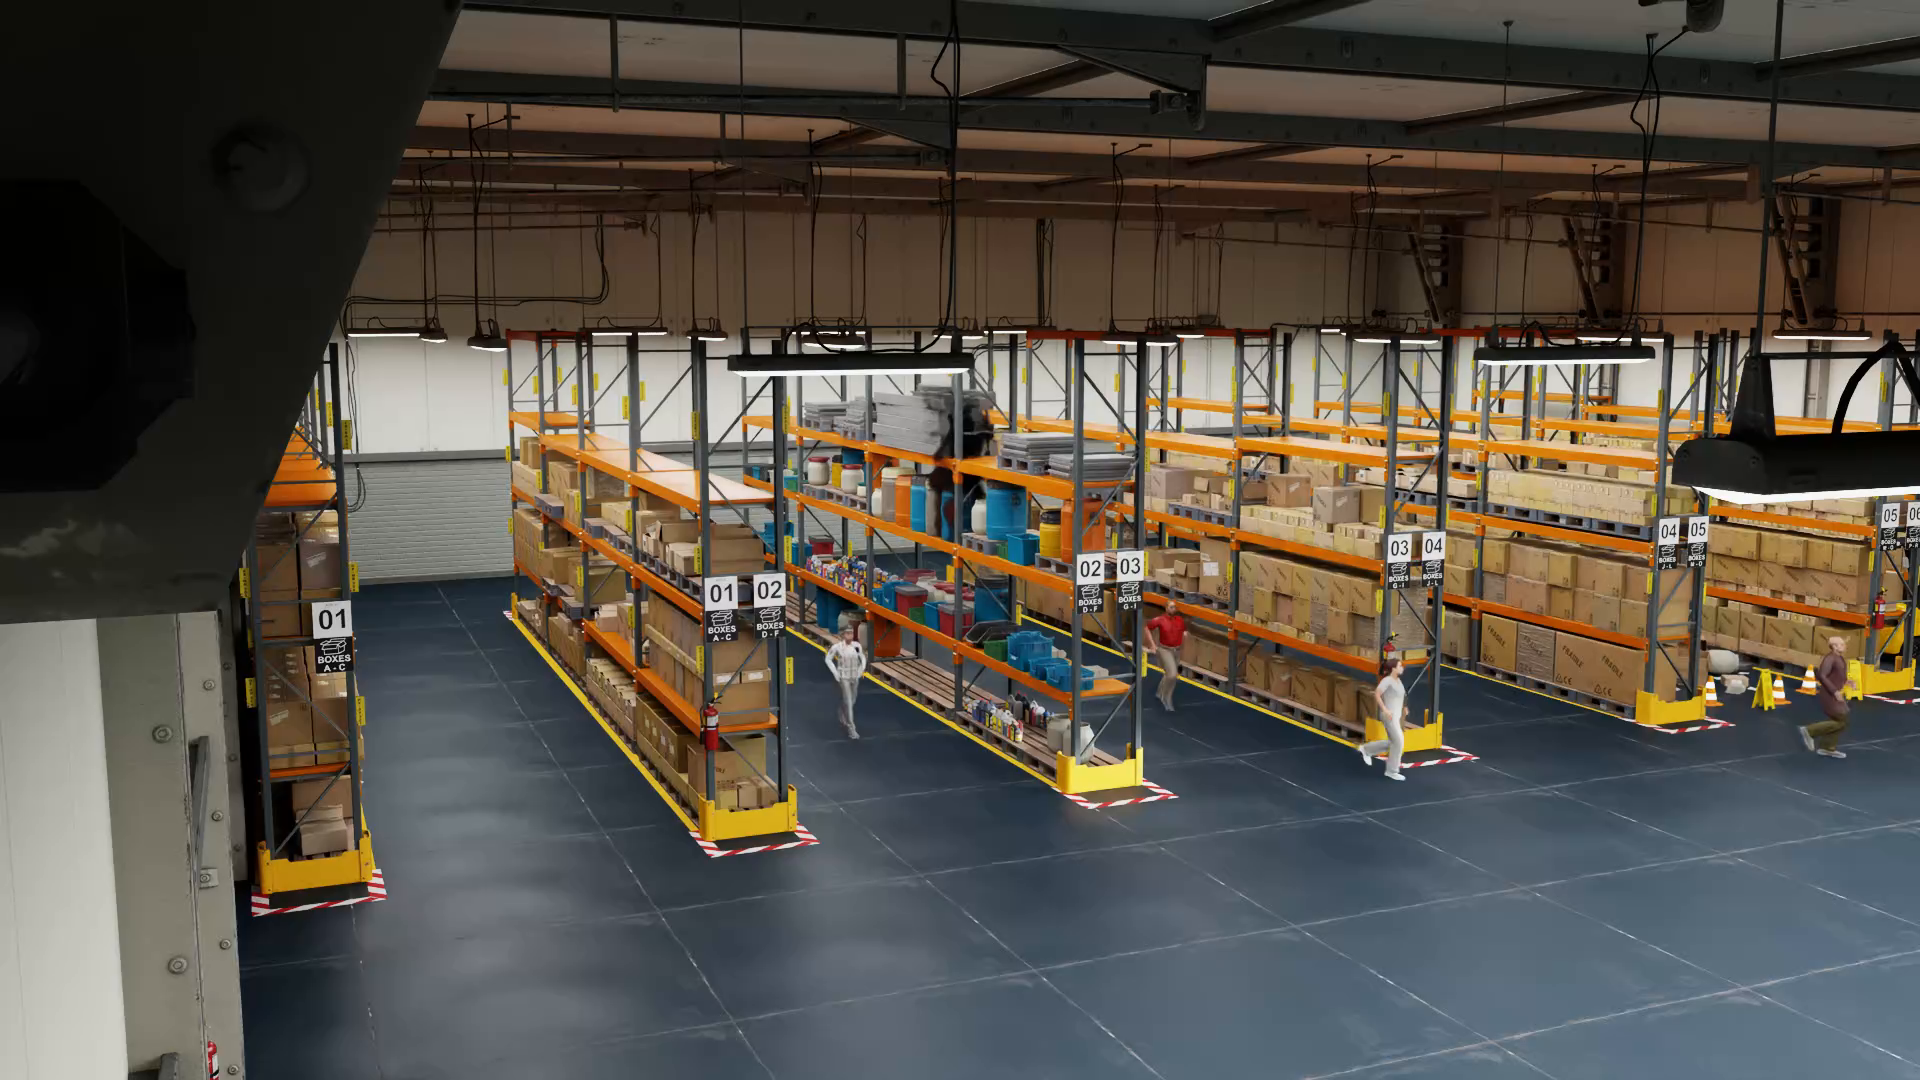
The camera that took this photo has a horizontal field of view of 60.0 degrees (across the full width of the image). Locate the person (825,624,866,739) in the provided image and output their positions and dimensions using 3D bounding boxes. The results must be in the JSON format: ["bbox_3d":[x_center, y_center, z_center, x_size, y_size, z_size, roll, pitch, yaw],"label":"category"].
[{"bbox_3d":[-1.699,2.082,25.121,0.625,1.673,0.799,-4,9,-26],"label":"person"}]

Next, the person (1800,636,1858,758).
[{"bbox_3d":[12.483,2.239,23.862,0.685,1.750,0.698,5,9,30],"label":"person"}]

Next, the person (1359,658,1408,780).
[{"bbox_3d":[5.899,2.432,22.951,0.728,1.638,0.604,6,10,36],"label":"person"}]

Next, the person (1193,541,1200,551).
[{"bbox_3d":[6.214,-0.200,42.493,0.552,1.550,0.549,-4,9,-27],"label":"person"}]

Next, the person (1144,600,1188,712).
[{"bbox_3d":[3.376,1.863,26.730,0.631,1.798,0.754,-5,9,-33],"label":"person"}]
